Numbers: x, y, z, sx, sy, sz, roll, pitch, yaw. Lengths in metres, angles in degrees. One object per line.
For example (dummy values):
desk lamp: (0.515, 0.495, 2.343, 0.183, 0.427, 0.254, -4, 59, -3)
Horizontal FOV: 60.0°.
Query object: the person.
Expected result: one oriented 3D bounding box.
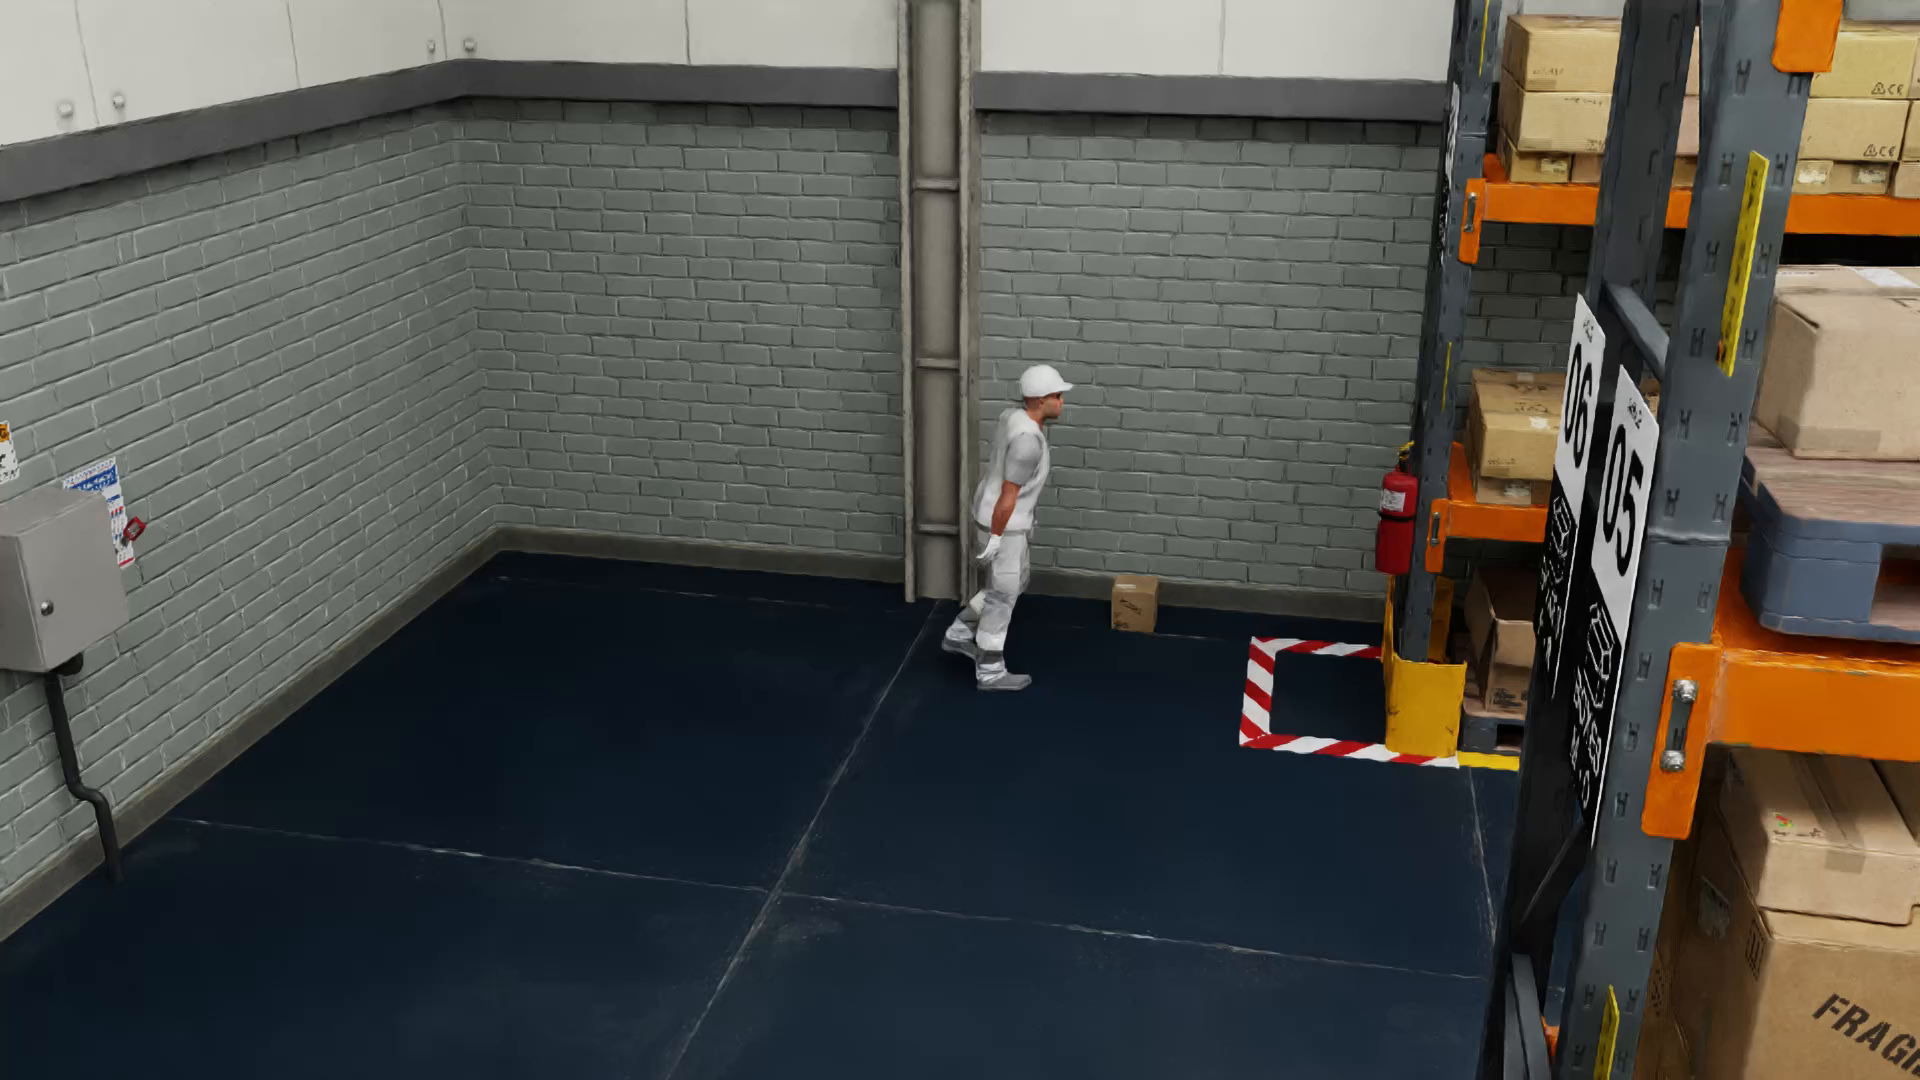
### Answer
person: (0.221, -0.039, 8.739, 0.630, 1.713, 0.535, -2, 21, -6)
